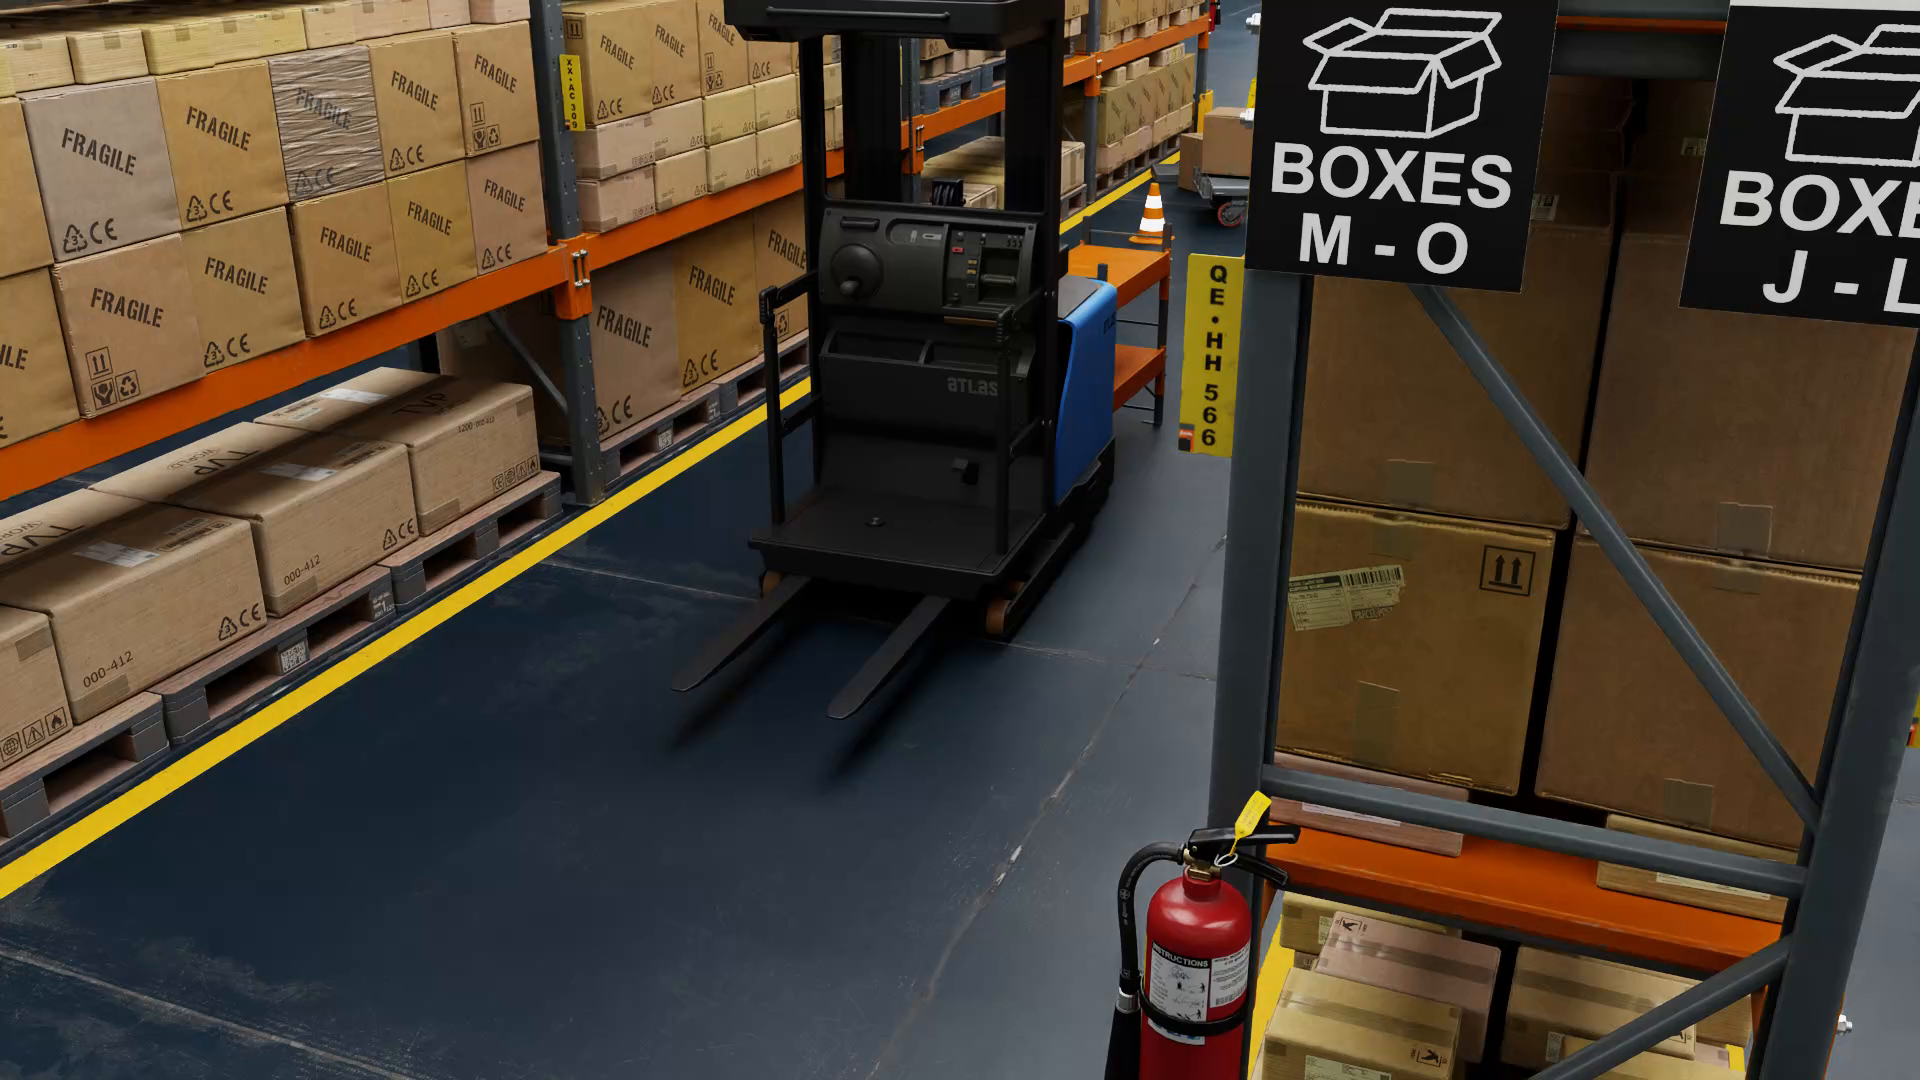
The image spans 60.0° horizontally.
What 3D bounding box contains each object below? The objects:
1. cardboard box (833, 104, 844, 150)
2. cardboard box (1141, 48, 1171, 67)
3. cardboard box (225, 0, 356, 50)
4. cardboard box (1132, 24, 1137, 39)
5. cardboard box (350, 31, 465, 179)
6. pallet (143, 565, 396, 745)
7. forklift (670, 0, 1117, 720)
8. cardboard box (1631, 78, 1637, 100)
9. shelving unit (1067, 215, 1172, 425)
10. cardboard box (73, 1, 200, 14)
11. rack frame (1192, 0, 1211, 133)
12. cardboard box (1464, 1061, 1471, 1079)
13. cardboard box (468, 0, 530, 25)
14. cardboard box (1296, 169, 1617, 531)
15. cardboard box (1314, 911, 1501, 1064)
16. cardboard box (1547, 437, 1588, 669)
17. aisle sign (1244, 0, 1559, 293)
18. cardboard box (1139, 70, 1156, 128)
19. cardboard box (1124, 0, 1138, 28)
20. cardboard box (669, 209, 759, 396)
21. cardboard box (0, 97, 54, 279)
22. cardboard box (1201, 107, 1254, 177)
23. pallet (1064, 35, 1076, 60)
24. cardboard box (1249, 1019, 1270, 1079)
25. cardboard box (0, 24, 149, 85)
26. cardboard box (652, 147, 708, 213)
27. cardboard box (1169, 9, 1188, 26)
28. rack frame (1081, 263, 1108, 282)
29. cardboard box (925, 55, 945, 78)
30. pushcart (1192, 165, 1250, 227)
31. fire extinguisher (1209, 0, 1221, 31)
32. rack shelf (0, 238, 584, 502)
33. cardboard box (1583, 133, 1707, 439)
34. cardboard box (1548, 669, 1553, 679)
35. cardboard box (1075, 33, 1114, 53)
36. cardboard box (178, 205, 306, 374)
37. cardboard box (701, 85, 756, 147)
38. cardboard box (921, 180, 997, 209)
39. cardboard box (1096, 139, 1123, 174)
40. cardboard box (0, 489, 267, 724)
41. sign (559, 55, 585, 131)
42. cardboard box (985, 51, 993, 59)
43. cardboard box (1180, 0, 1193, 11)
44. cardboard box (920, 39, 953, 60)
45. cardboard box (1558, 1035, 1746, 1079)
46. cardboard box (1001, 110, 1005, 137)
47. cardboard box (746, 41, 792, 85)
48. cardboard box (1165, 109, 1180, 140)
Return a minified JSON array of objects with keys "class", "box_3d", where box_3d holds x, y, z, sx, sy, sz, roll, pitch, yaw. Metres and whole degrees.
[{"class":"cardboard box","box_3d":[-0.873,-2.585,10.242,0.500,0.250,0.500,9,24,21]},{"class":"cardboard box","box_3d":[1.896,-4.842,16.659,0.380,0.149,0.250,10,25,22]},{"class":"cardboard box","box_3d":[-2.493,-1.923,6.193,0.380,0.149,0.250,9,24,20]},{"class":"cardboard box","box_3d":[1.460,-4.821,15.725,0.380,0.149,0.250,9,24,20]},{"class":"cardboard box","box_3d":[-2.351,-1.745,6.609,0.500,0.500,0.500,8,24,19]},{"class":"pallet","box_3d":[-3.043,0.359,6.616,1.003,0.211,1.213,9,24,20]},{"class":"forklift","box_3d":[-0.209,-1.126,6.642,1.130,2.935,3.031,8,24,18]},{"class":"cardboard box","box_3d":[1.609,-1.108,4.699,0.500,0.500,0.500,9,24,21]},{"class":"shelving unit","box_3d":[0.690,-1.028,8.752,0.538,1.125,1.048,10,25,22]},{"class":"cardboard box","box_3d":[-3.023,-1.893,6.122,0.380,0.149,0.250,9,24,20]},{"class":"rack frame","box_3d":[2.221,-5.921,18.032,1.000,3.000,0.127,9,24,20]},{"class":"cardboard box","box_3d":[1.093,1.192,4.158,0.380,0.149,0.250,9,24,20]},{"class":"cardboard box","box_3d":[-2.055,-2.277,7.042,0.380,0.149,0.250,8,24,19]},{"class":"cardboard box","box_3d":[0.850,-0.366,2.923,0.500,0.500,0.500,8,24,19]},{"class":"cardboard box","box_3d":[1.019,1.017,3.805,0.380,0.149,0.250,9,24,21]},{"class":"cardboard box","box_3d":[1.509,-0.022,3.395,0.500,0.500,0.500,9,24,20]},{"class":"aisle sign","box_3d":[0.605,-0.739,2.254,0.394,0.787,0.004,9,24,20]},{"class":"cardboard box","box_3d":[1.587,-4.311,16.229,0.500,0.500,0.500,10,25,23]},{"class":"cardboard box","box_3d":[1.322,-4.973,15.248,0.500,0.500,0.500,9,24,20]},{"class":"cardboard box","box_3d":[-1.752,-1.397,9.415,0.875,0.875,0.875,10,24,22]},{"class":"cardboard box","box_3d":[-3.094,-1.019,4.871,0.500,0.500,0.500,8,24,19]},{"class":"cardboard box","box_3d":[2.399,-3.441,14.357,0.500,0.500,0.500,9,24,20]},{"class":"pallet","box_3d":[0.316,-4.148,14.037,1.003,0.211,1.213,9,24,20]},{"class":"cardboard box","box_3d":[0.842,1.232,3.676,0.380,0.149,0.250,8,24,19]},{"class":"cardboard box","box_3d":[-2.838,-1.551,5.303,0.380,0.149,0.250,9,24,21]},{"class":"cardboard box","box_3d":[-1.637,-1.862,8.511,0.500,0.250,0.500,8,24,19]},{"class":"cardboard box","box_3d":[2.107,-5.349,16.989,0.380,0.149,0.250,9,24,21]},{"class":"rack frame","box_3d":[0.481,-0.850,8.325,0.500,1.125,0.032,10,25,22]},{"class":"cardboard box","box_3d":[-0.321,-3.322,11.591,0.380,0.149,0.250,7,24,17]},{"class":"pushcart","box_3d":[2.870,-2.971,14.372,1.648,0.377,0.936,1,23,2]},{"class":"fire extinguisher","box_3d":[2.691,-5.860,17.987,0.296,0.674,0.183,9,24,20]},{"class":"rack shelf","box_3d":[-2.980,-0.579,6.177,1.077,0.370,4.000,9,24,20]},{"class":"cardboard box","box_3d":[1.506,-0.471,3.174,0.500,0.500,0.500,10,24,22]},{"class":"cardboard box","box_3d":[1.510,0.227,3.642,0.380,0.149,0.250,10,25,23]},{"class":"cardboard box","box_3d":[1.150,-4.440,14.814,0.380,0.149,0.250,9,24,20]},{"class":"cardboard box","box_3d":[-2.739,-0.918,5.926,0.500,0.500,0.500,10,25,22]},{"class":"cardboard box","box_3d":[-1.432,-2.272,8.844,0.500,0.250,0.500,9,24,21]},{"class":"cardboard box","box_3d":[-0.265,-2.505,12.720,0.950,0.372,0.625,8,24,19]},{"class":"cardboard box","box_3d":[1.205,-3.587,15.467,0.500,0.250,0.500,8,24,18]},{"class":"cardboard box","box_3d":[-3.238,0.214,6.124,0.875,0.438,0.875,9,24,21]},{"class":"sign","box_3d":[-1.721,-1.983,7.381,0.100,0.325,0.005,9,24,20]},{"class":"cardboard box","box_3d":[0.030,-3.713,12.527,0.380,0.149,0.250,10,25,22]},{"class":"cardboard box","box_3d":[2.085,-5.692,16.969,0.500,0.500,0.500,9,24,20]},{"class":"cardboard box","box_3d":[-0.369,-3.563,11.327,0.500,0.500,0.500,8,24,19]},{"class":"cardboard box","box_3d":[1.421,1.186,3.401,0.380,0.149,0.250,8,24,18]},{"class":"cardboard box","box_3d":[0.706,-4.010,15.509,0.500,0.500,0.500,8,24,19]},{"class":"cardboard box","box_3d":[-1.268,-2.801,9.137,0.500,0.500,0.500,8,24,19]},{"class":"cardboard box","box_3d":[1.971,-4.334,17.256,0.500,0.250,0.500,9,24,20]}]
